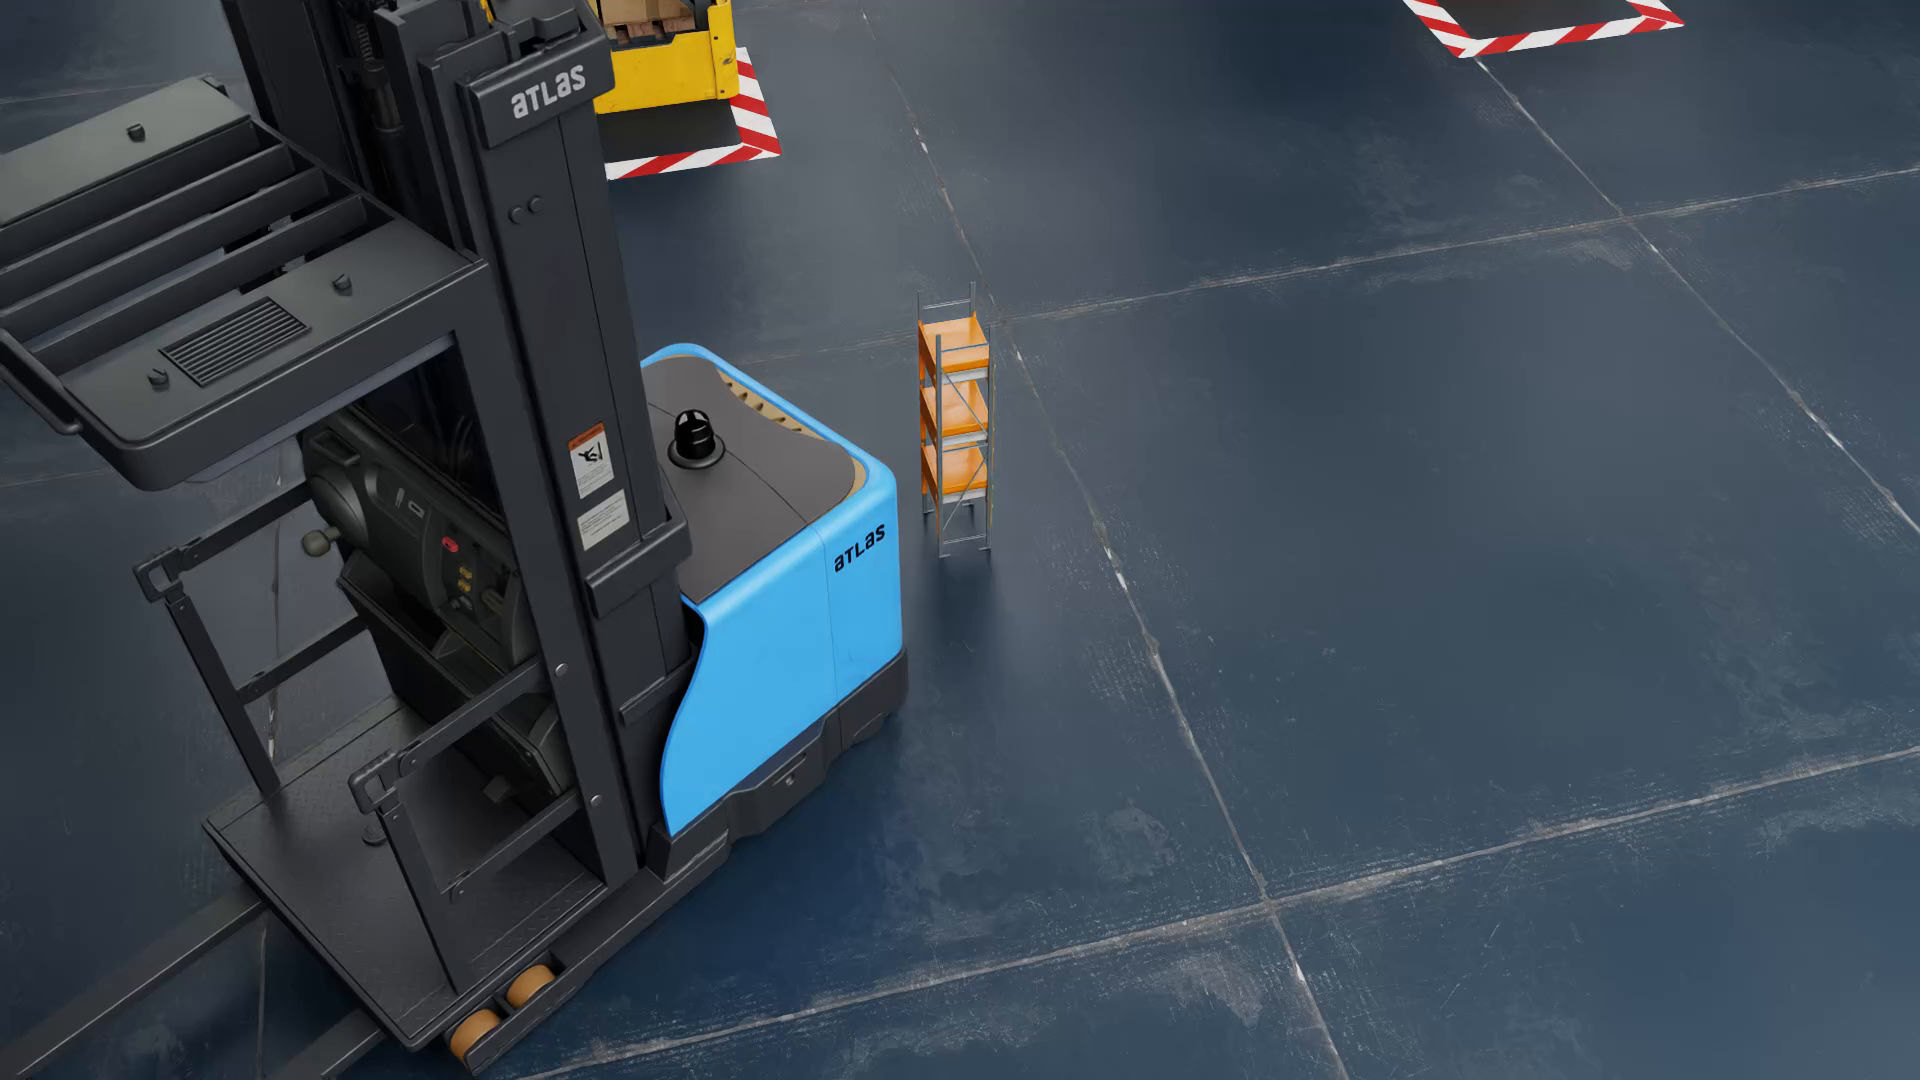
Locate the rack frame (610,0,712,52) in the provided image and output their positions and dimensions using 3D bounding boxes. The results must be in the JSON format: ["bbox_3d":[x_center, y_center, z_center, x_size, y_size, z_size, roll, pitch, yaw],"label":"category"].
[{"bbox_3d":[-1.725,-3.338,7.421,1.000,3.000,0.127,-11,47,-10],"label":"rack frame"}]

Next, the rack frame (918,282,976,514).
[{"bbox_3d":[-0.045,-0.489,5.994,0.200,1.050,0.008,-11,47,-10],"label":"rack frame"}]

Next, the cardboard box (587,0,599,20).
[{"bbox_3d":[-2.148,-2.838,8.563,0.500,0.250,0.500,-11,47,-10],"label":"cardboard box"}]

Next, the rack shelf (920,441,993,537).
[{"bbox_3d":[-0.014,-0.202,6.117,0.215,0.259,0.240,-11,47,-10],"label":"rack shelf"}]

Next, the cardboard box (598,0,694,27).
[{"bbox_3d":[-1.648,-2.933,8.655,0.500,0.250,0.500,-11,47,-10],"label":"cardboard box"}]

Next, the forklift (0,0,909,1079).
[{"bbox_3d":[-1.543,0.067,4.132,1.130,2.935,3.031,33,54,28],"label":"forklift"}]

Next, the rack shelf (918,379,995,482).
[{"bbox_3d":[-0.014,-0.397,5.919,0.215,0.259,0.240,-11,47,-10],"label":"rack shelf"}]

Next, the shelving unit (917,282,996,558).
[{"bbox_3d":[-0.014,-0.404,5.911,0.215,1.050,0.252,-11,47,-10],"label":"shelving unit"}]

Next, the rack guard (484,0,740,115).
[{"bbox_3d":[-1.719,-2.446,8.297,1.175,0.500,0.348,-11,47,-10],"label":"rack guard"}]

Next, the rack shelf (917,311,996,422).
[{"bbox_3d":[-0.014,-0.596,5.716,0.215,0.259,0.240,-11,47,-10],"label":"rack shelf"}]

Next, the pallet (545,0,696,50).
[{"bbox_3d":[-1.962,-2.882,8.926,1.003,0.211,1.213,-11,47,-10],"label":"pallet"}]

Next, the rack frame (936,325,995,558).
[{"bbox_3d":[0.018,-0.320,5.829,0.200,1.050,0.008,-11,47,-10],"label":"rack frame"}]
